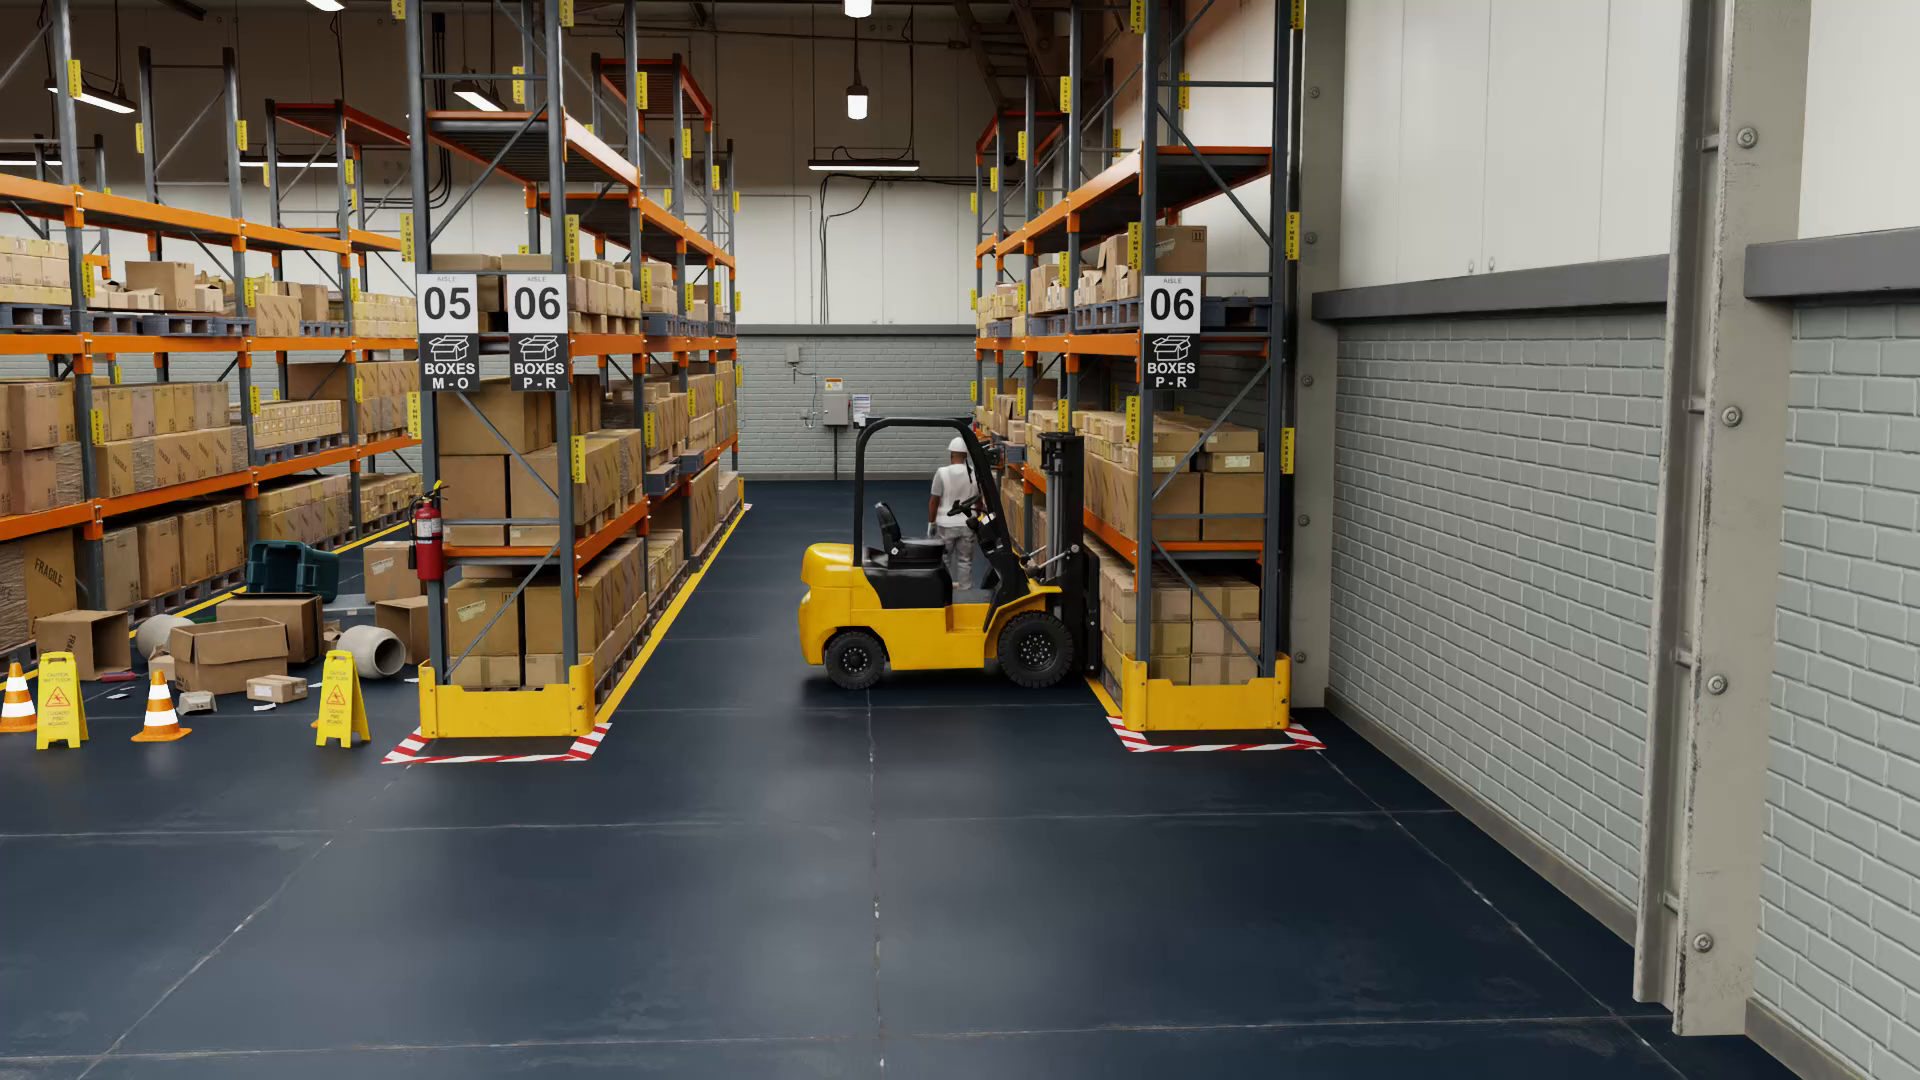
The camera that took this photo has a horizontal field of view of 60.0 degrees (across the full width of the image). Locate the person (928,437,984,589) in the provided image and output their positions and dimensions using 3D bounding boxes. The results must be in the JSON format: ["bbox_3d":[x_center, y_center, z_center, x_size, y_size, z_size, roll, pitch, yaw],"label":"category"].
[{"bbox_3d":[-0.058,-0.127,16.686,0.585,1.813,0.493,-2,7,-15],"label":"person"}]
